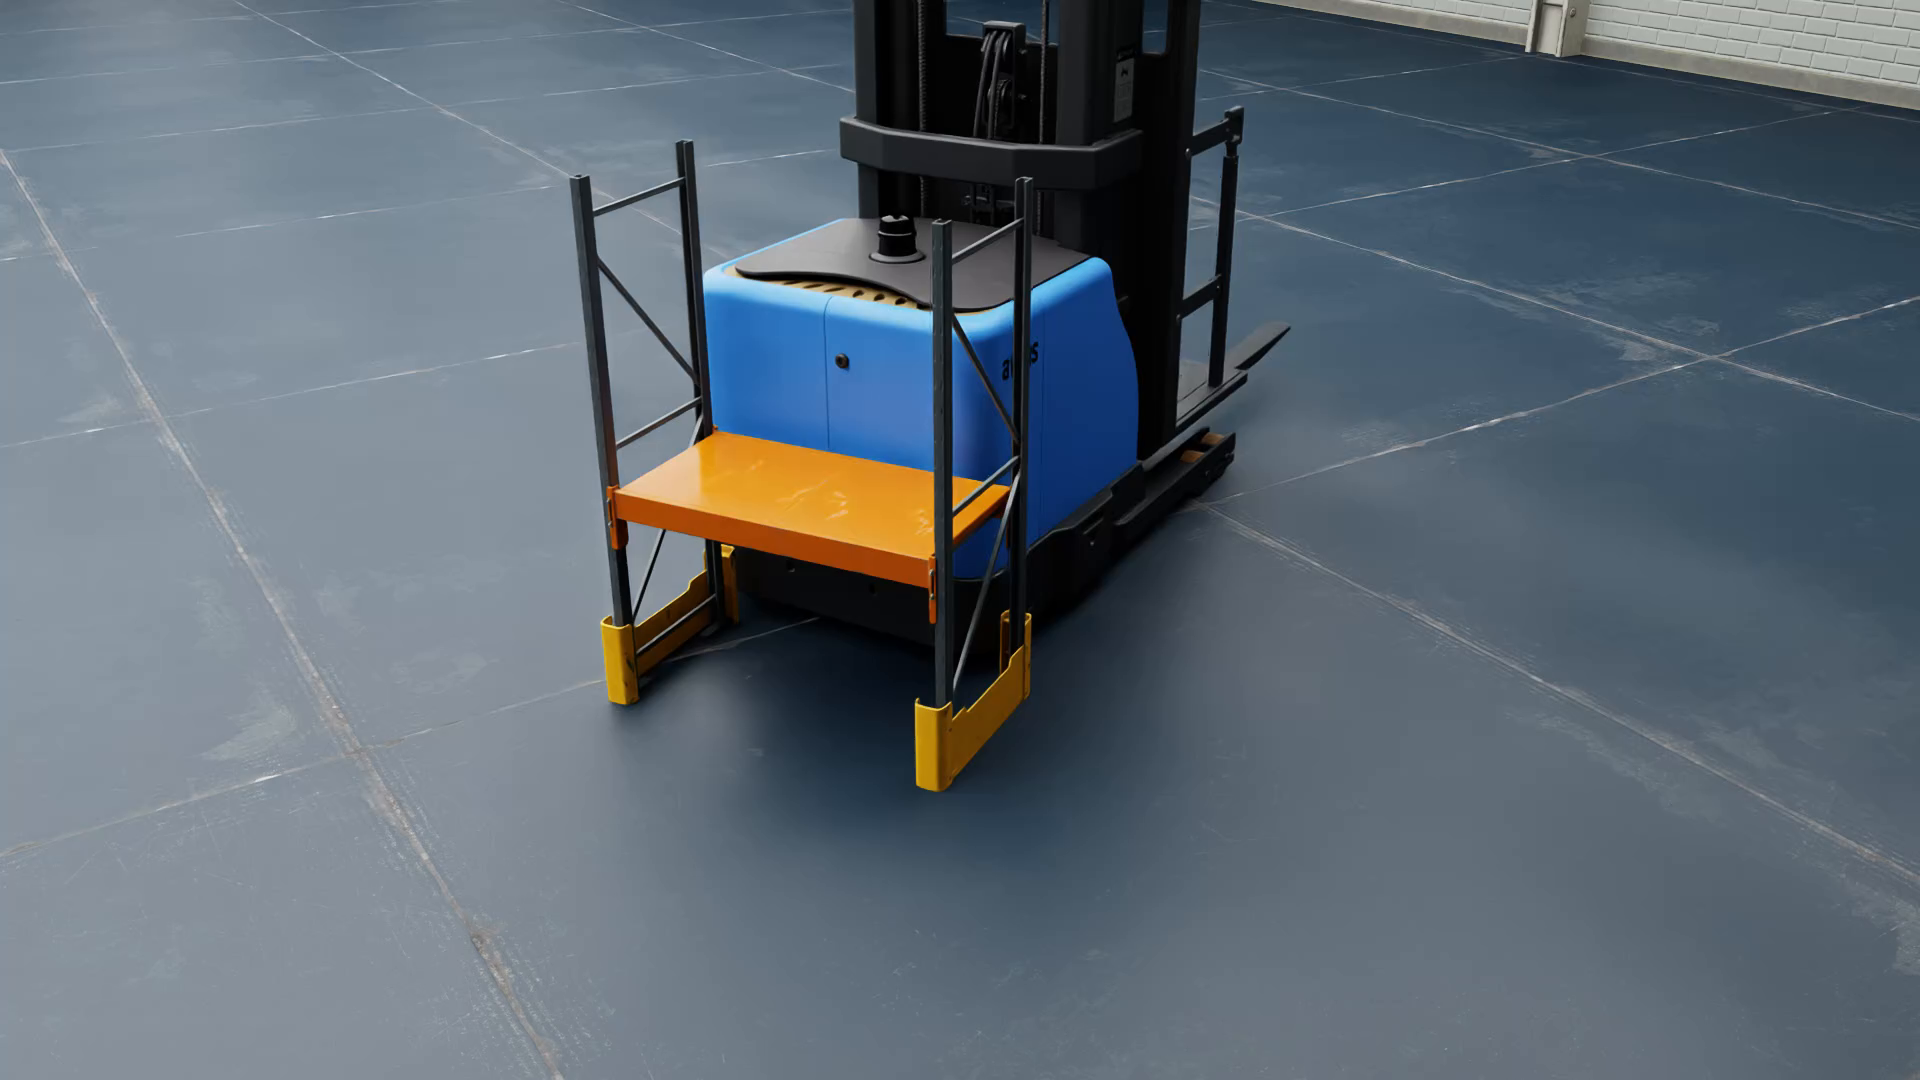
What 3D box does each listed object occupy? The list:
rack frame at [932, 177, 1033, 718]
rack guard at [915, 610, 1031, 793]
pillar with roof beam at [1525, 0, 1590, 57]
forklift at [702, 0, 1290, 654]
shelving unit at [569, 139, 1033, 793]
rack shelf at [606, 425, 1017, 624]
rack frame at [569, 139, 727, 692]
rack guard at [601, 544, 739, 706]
[{"bbox_3d":[0.060,-0.131,4.269,0.032,1.500,0.500,12,28,24],"label":"rack frame"},{"bbox_3d":[0.043,0.430,4.545,0.087,0.250,0.587,12,28,24],"label":"rack guard"},{"bbox_3d":[1.803,-7.509,11.114,9.100,9.000,0.400,-16,29,-30],"label":"pillar with roof beam"},{"bbox_3d":[0.380,-1.579,5.662,1.130,2.935,3.031,14,29,27],"label":"forklift"},{"bbox_3d":[-0.404,-0.229,4.475,1.083,1.500,0.587,12,28,24],"label":"shelving unit"},{"bbox_3d":[-0.396,-0.064,4.549,1.000,0.185,0.538,12,28,24],"label":"rack shelf"},{"bbox_3d":[-0.853,-0.323,4.675,0.032,1.500,0.500,12,28,24],"label":"rack frame"},{"bbox_3d":[-0.851,0.242,4.942,0.087,0.250,0.587,12,28,24],"label":"rack guard"}]
